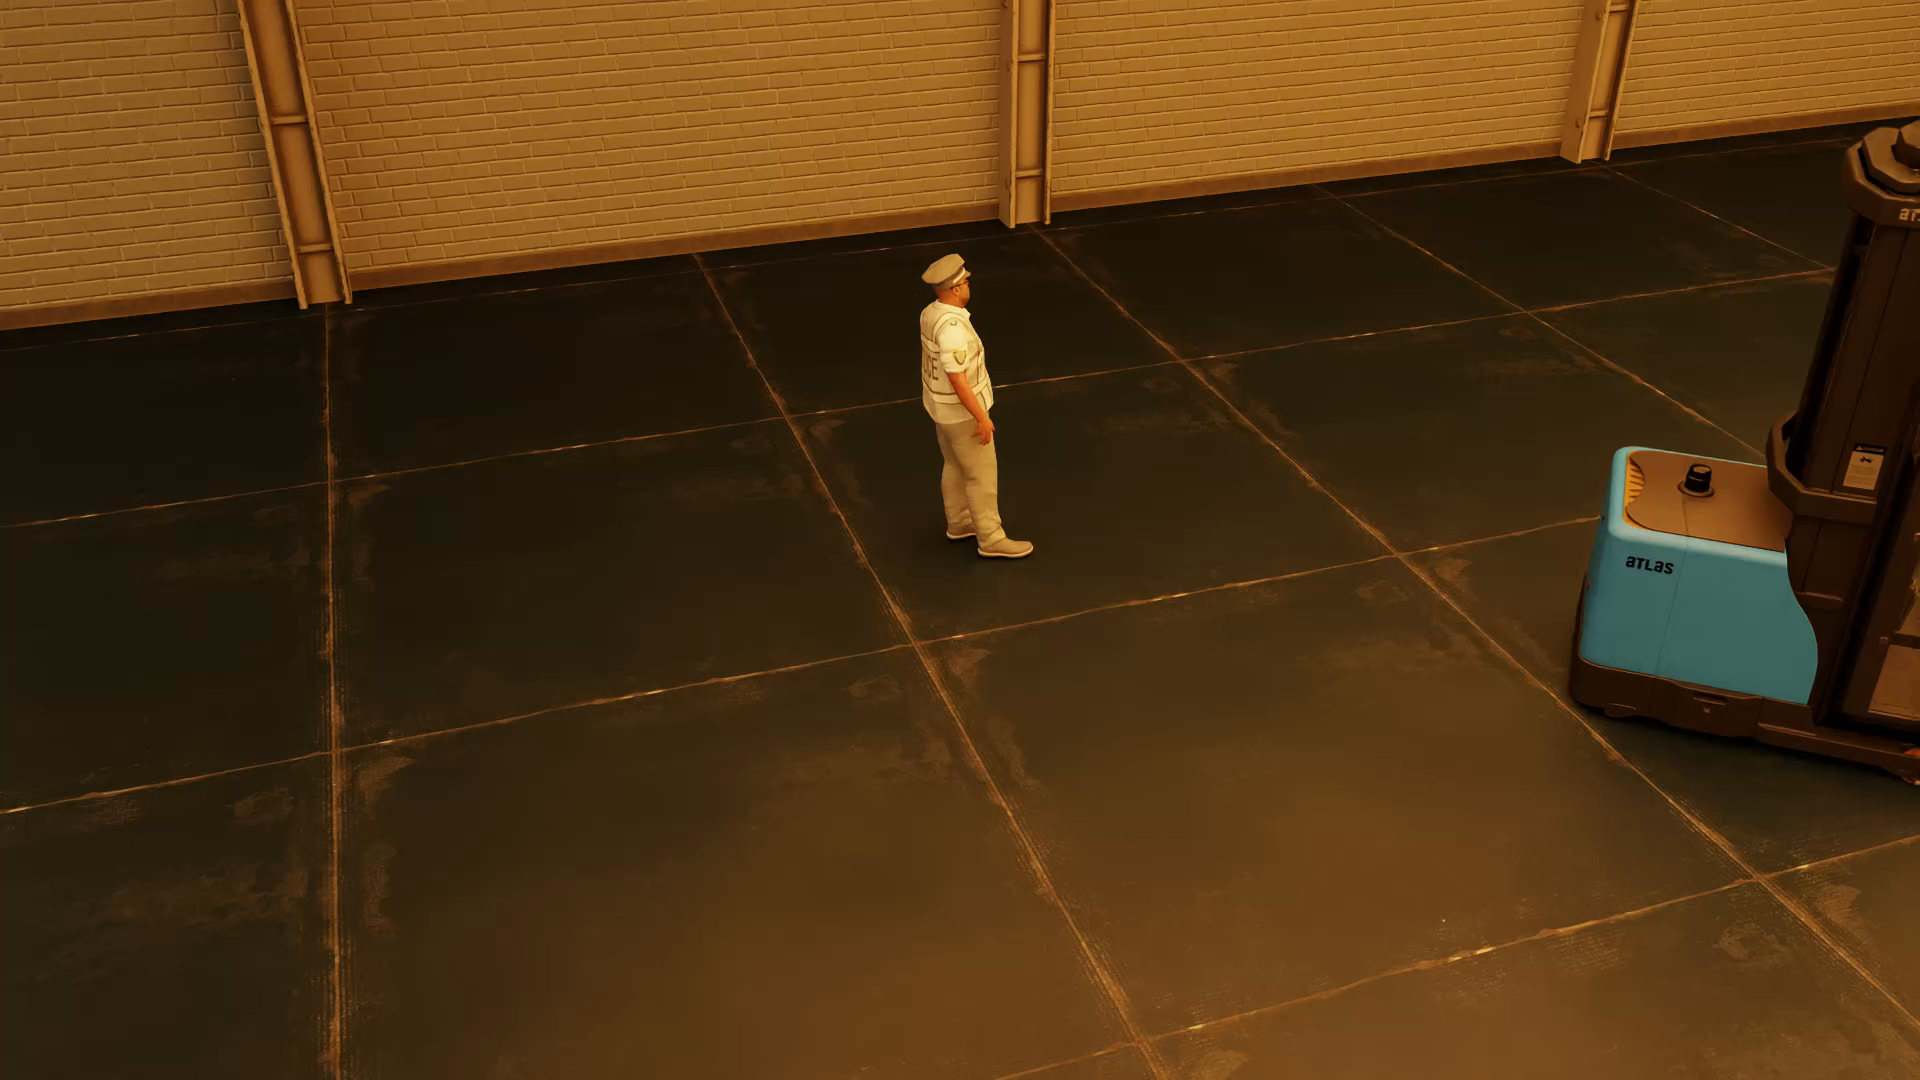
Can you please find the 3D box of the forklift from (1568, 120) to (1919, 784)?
[{"bbox_3d":[4.690,-0.364,7.719,3.031,2.935,1.130,11,32,18],"label":"forklift"}]

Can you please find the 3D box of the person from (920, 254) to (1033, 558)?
[{"bbox_3d":[0.077,-0.785,9.589,0.575,1.781,0.640,-10,31,-16],"label":"person"}]
